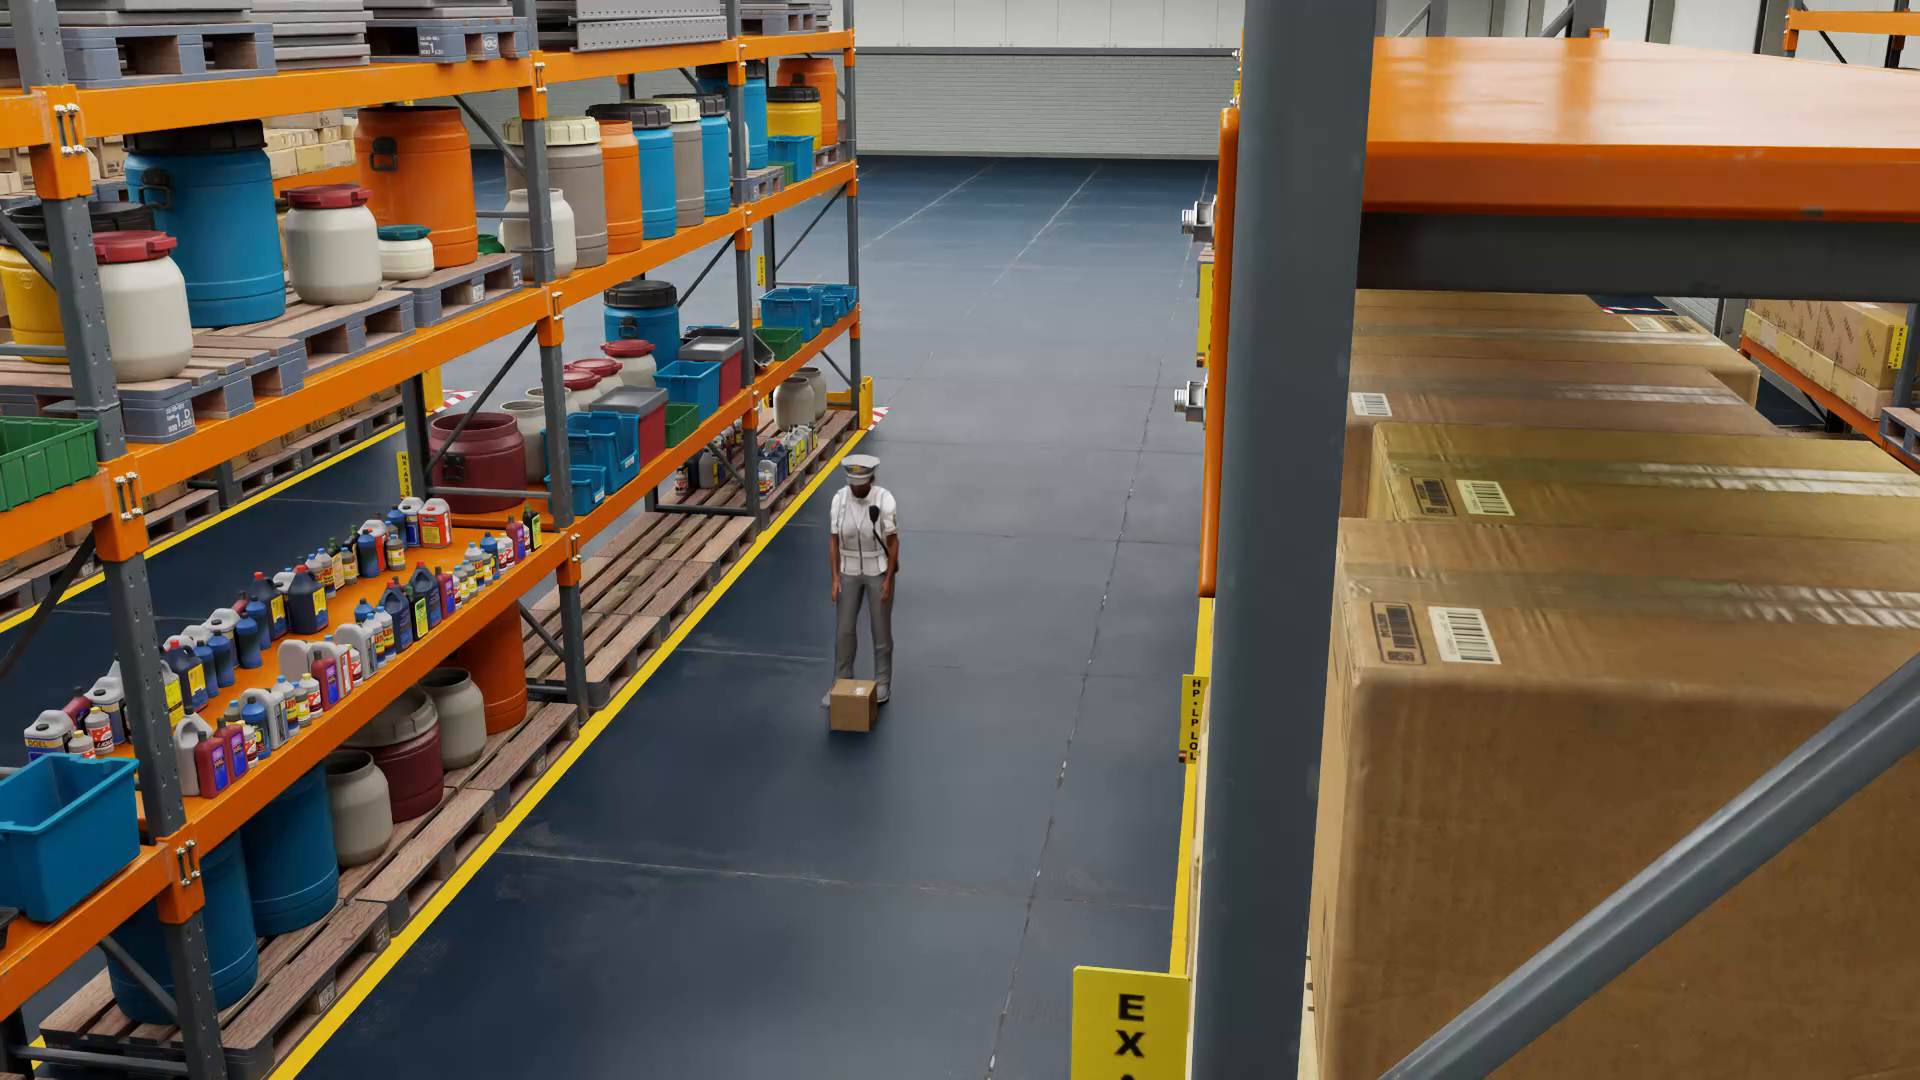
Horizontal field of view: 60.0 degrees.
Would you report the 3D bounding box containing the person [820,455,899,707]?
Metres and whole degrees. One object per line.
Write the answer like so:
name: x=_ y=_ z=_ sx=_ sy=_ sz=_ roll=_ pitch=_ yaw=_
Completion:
person: x=-0.647 y=0.259 z=10.781 sx=0.508 sy=1.683 sz=0.433 roll=3 pitch=18 yaw=8
